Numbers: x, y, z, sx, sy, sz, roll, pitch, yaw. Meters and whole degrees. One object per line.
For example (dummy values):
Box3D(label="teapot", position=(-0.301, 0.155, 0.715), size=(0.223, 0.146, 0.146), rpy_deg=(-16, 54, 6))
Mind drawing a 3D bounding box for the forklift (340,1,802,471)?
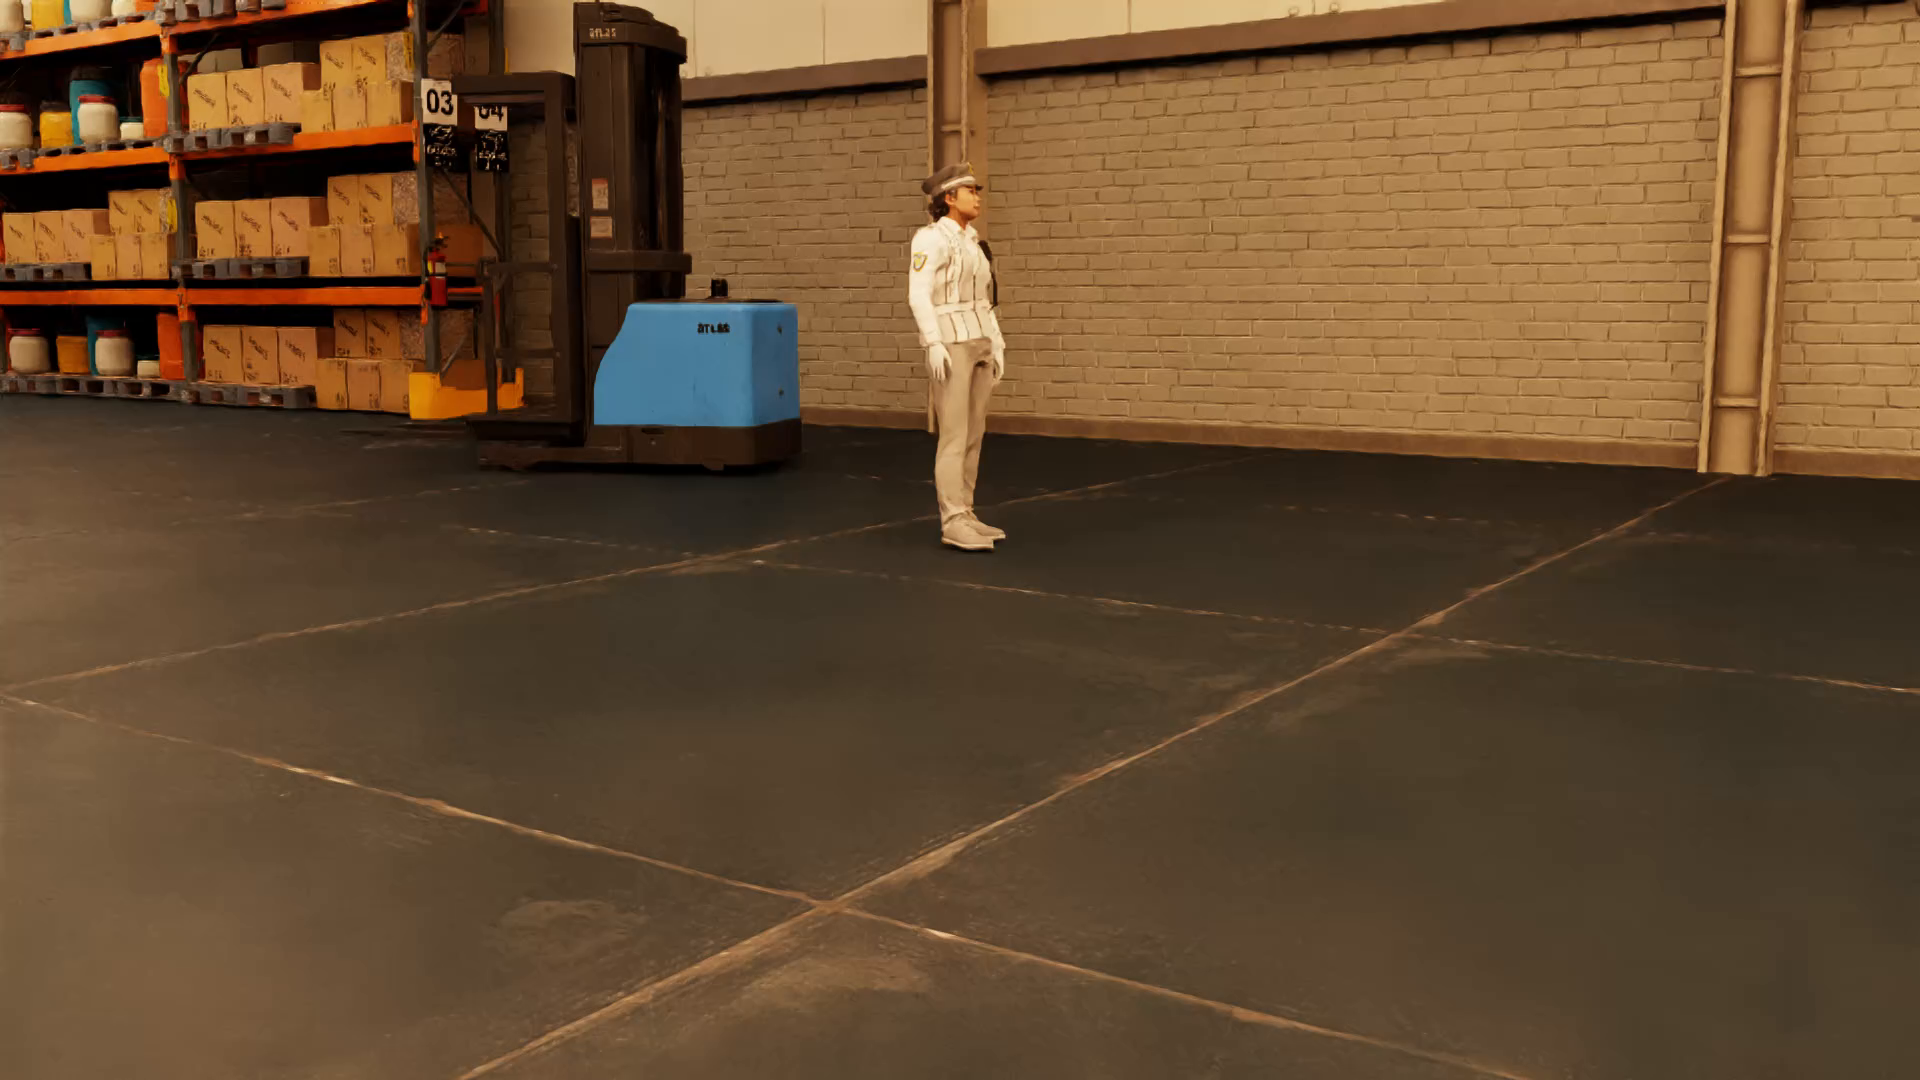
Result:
Box3D(label="forklift", position=(-2.647, -1.966, 11.021), size=(3.031, 2.935, 1.130), rpy_deg=(2, 8, 14))

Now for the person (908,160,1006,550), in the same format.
Box3D(label="person", position=(0.052, -0.838, 7.440), size=(0.533, 1.692, 0.586), rpy_deg=(5, 10, 34))
